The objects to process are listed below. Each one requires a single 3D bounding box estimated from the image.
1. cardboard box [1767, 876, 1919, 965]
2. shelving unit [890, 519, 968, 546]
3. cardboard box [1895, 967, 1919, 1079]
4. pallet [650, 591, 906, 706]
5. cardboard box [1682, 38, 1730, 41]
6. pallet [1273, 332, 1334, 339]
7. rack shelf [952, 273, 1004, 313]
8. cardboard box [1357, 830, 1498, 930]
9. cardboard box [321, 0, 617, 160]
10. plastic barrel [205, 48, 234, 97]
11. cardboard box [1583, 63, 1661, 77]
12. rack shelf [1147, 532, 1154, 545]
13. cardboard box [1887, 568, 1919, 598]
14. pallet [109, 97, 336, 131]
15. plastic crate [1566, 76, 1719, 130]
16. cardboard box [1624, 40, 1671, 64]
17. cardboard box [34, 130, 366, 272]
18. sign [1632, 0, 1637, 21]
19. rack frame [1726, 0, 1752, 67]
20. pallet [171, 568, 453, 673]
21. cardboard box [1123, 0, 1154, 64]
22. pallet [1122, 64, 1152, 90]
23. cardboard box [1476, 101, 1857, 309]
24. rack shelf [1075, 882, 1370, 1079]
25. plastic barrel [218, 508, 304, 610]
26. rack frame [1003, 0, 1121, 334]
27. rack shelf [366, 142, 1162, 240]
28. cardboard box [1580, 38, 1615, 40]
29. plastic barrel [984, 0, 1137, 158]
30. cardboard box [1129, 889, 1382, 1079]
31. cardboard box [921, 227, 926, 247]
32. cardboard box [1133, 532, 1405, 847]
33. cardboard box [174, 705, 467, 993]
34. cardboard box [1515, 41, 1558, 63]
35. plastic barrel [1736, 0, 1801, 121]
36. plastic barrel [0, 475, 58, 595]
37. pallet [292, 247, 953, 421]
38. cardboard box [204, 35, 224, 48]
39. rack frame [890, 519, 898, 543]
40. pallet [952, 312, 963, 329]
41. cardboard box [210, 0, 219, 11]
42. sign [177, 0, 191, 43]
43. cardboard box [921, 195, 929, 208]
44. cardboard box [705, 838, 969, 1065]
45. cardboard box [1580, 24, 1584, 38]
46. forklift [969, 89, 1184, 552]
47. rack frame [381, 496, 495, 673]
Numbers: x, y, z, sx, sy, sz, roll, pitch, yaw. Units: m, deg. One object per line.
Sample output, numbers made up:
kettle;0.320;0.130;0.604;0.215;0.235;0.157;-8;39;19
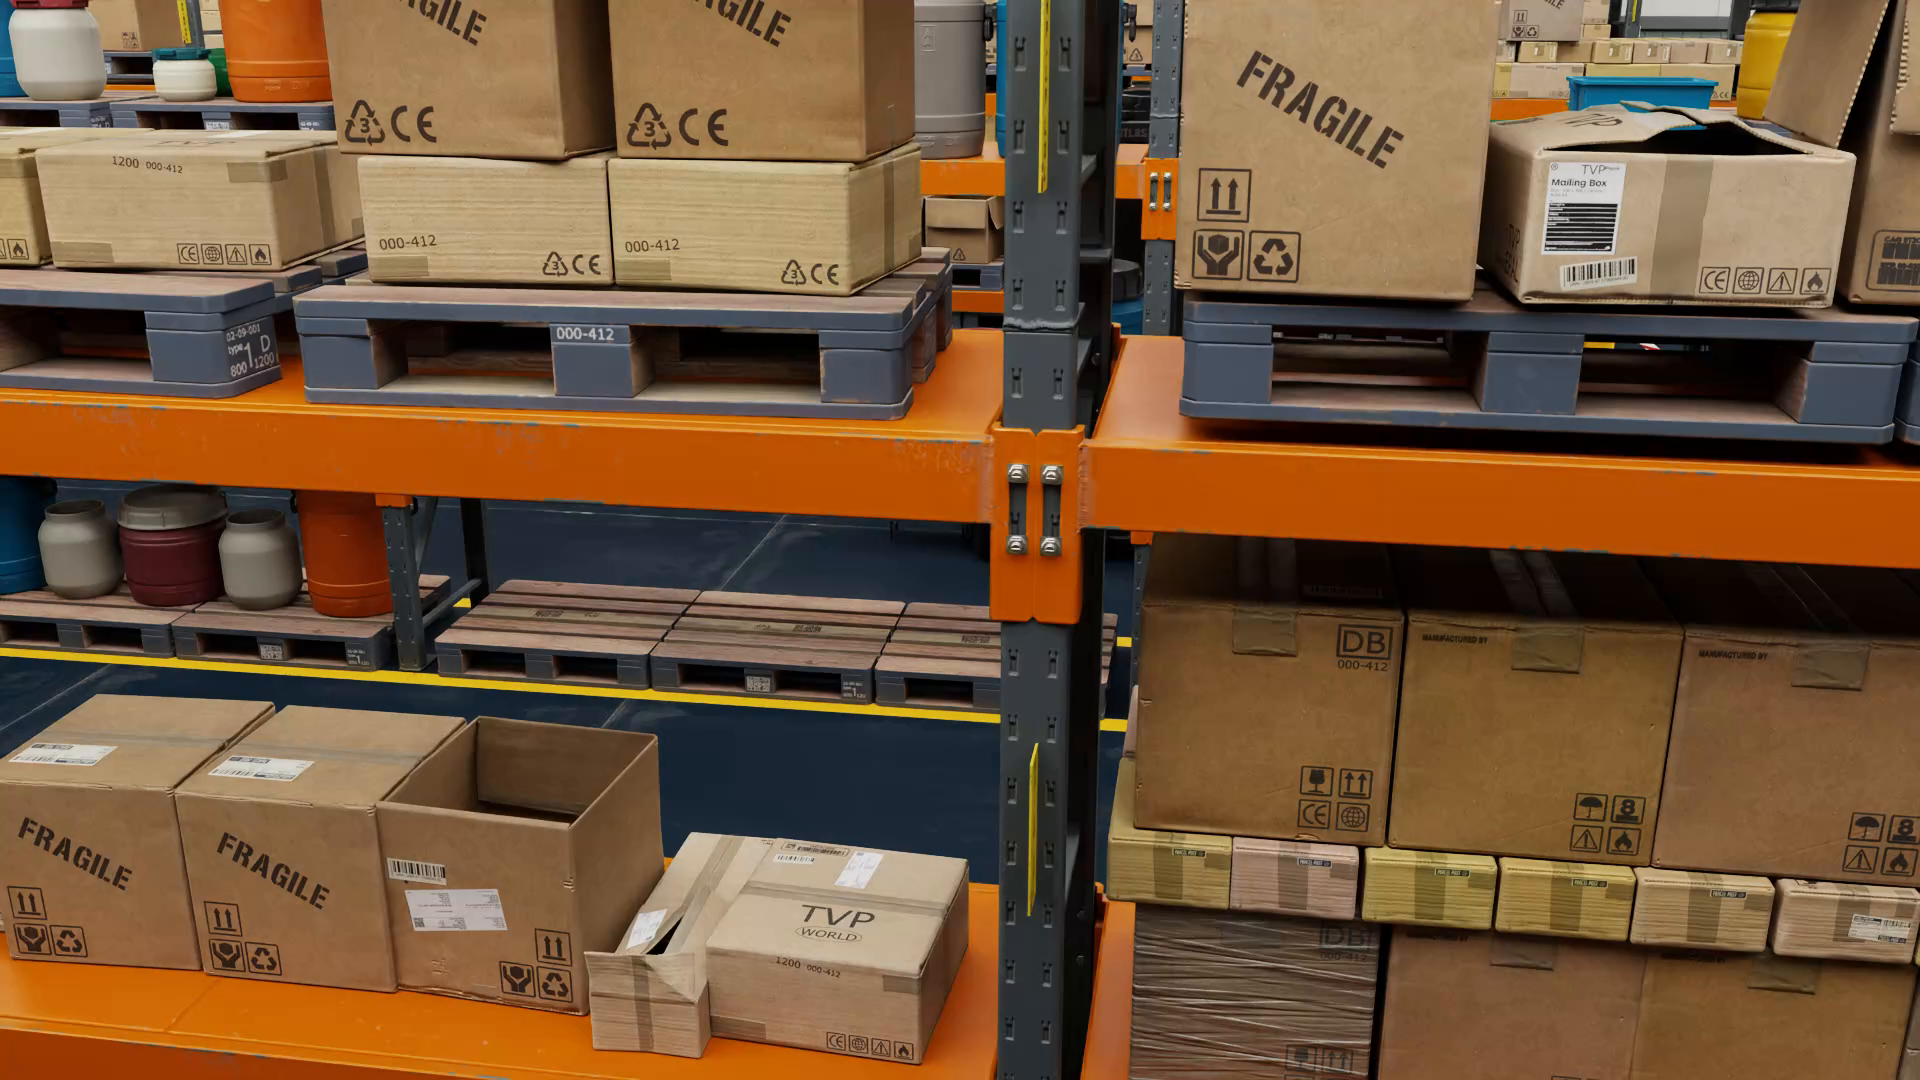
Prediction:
cardboard box;1.725;0.682;3.356;0.250;0.149;0.380;2;19;7
shelving unit;-0.207;-0.575;11.131;0.503;1.200;0.258;2;19;7
cardboard box;2.179;0.949;3.582;0.500;0.500;0.700;3;19;10
pallet;-0.983;0.582;9.230;1.213;0.211;1.003;3;19;9
cardboard box;5.507;-3.629;12.303;0.250;0.149;0.380;3;19;8
pallet;3.417;-2.367;18.046;1.213;0.211;1.003;3;19;9
rack shelf;-0.182;-1.963;13.577;4.000;0.370;1.077;3;19;9
cardboard box;0.955;0.644;3.472;0.250;0.149;0.380;2;19;7
cardboard box;-0.951;-1.071;3.443;0.500;0.500;0.500;5;19;14
plastic barrel;-3.952;-2.527;8.983;0.294;0.245;0.294;0;18;0
cardboard box;4.732;-3.323;12.015;0.500;0.250;0.500;3;19;9
rack shelf;2.981;-0.210;8.338;4.000;0.370;1.077;3;19;9
cardboard box;2.143;0.333;3.378;0.500;0.500;0.700;3;19;9
pallet;-3.682;-2.255;8.887;1.213;0.211;1.003;3;19;9
plastic crate;3.026;-1.867;7.454;0.575;0.384;0.392;3;19;9
cardboard box;4.892;-3.488;11.882;0.250;0.149;0.380;2;19;6
cardboard box;-1.661;-0.766;3.713;0.500;0.250;0.500;1;19;4
sign;6.529;-5.187;16.079;0.005;0.325;0.100;3;19;9
rack frame;5.742;-4.847;11.608;0.127;3.000;1.000;3;19;9
pallet;-3.728;0.442;9.648;1.213;0.211;1.003;3;19;9
cardboard box;1.344;-3.929;12.766;0.637;0.503;0.797;2;19;6
pallet;1.200;-3.602;12.908;1.003;0.211;1.213;3;19;9
cardboard box;1.206;-0.611;2.932;0.500;0.311;0.500;2;19;6
rack shelf;2.192;1.341;3.700;4.000;0.370;1.077;3;19;9
plastic barrel;-4.000;0.108;9.513;0.421;0.512;0.421;0;18;0
rack frame;0.217;-1.945;2.935;0.127;3.000;1.000;3;19;9
rack shelf;-0.968;-1.834;8.463;4.000;0.370;1.077;3;19;9
cardboard box;4.739;-3.683;12.463;0.250;0.149;0.380;4;19;11
plastic barrel;0.470;-2.270;7.842;0.708;0.901;0.600;3;19;9
cardboard box;0.657;0.873;3.810;0.500;0.500;0.700;2;19;7
cardboard box;-0.539;-2.377;13.253;0.500;0.250;0.500;2;19;7
cardboard box;0.657;0.257;3.604;0.500;0.500;0.700;3;19;9
cardboard box;-1.553;0.757;4.157;0.500;0.500;0.500;3;19;9
cardboard box;4.135;-3.527;11.997;0.250;0.149;0.380;2;19;6
plastic barrel;3.810;-2.179;7.403;0.600;0.588;0.600;0;18;0
plastic barrel;-5.658;-0.190;9.790;0.708;0.901;0.600;3;19;9
pallet;-0.655;-0.472;3.562;1.217;0.209;0.805;2;19;6
cardboard box;-8.247;-5.577;18.754;0.500;0.250;0.500;4;19;10
rack frame;-0.449;-0.586;11.162;0.015;1.200;0.240;2;19;7
pallet;-0.504;-2.568;18.646;1.213;0.211;1.003;3;19;9
cardboard box;-8.140;-5.979;18.538;0.250;0.149;0.380;3;19;9
sign;-6.193;-4.138;13.275;0.005;0.325;0.100;3;19;9
cardboard box;-0.368;-3.869;17.982;0.500;0.500;0.500;3;19;8
cardboard box;-0.276;0.960;3.944;0.500;0.250;0.500;4;19;12
cardboard box;5.998;-5.025;16.442;0.250;0.149;0.380;3;19;9
forklift;1.583;-1.434;10.971;3.031;2.935;1.130;-1;19;-3
rack frame;-2.943;-0.853;9.126;0.127;3.000;1.000;3;19;9
